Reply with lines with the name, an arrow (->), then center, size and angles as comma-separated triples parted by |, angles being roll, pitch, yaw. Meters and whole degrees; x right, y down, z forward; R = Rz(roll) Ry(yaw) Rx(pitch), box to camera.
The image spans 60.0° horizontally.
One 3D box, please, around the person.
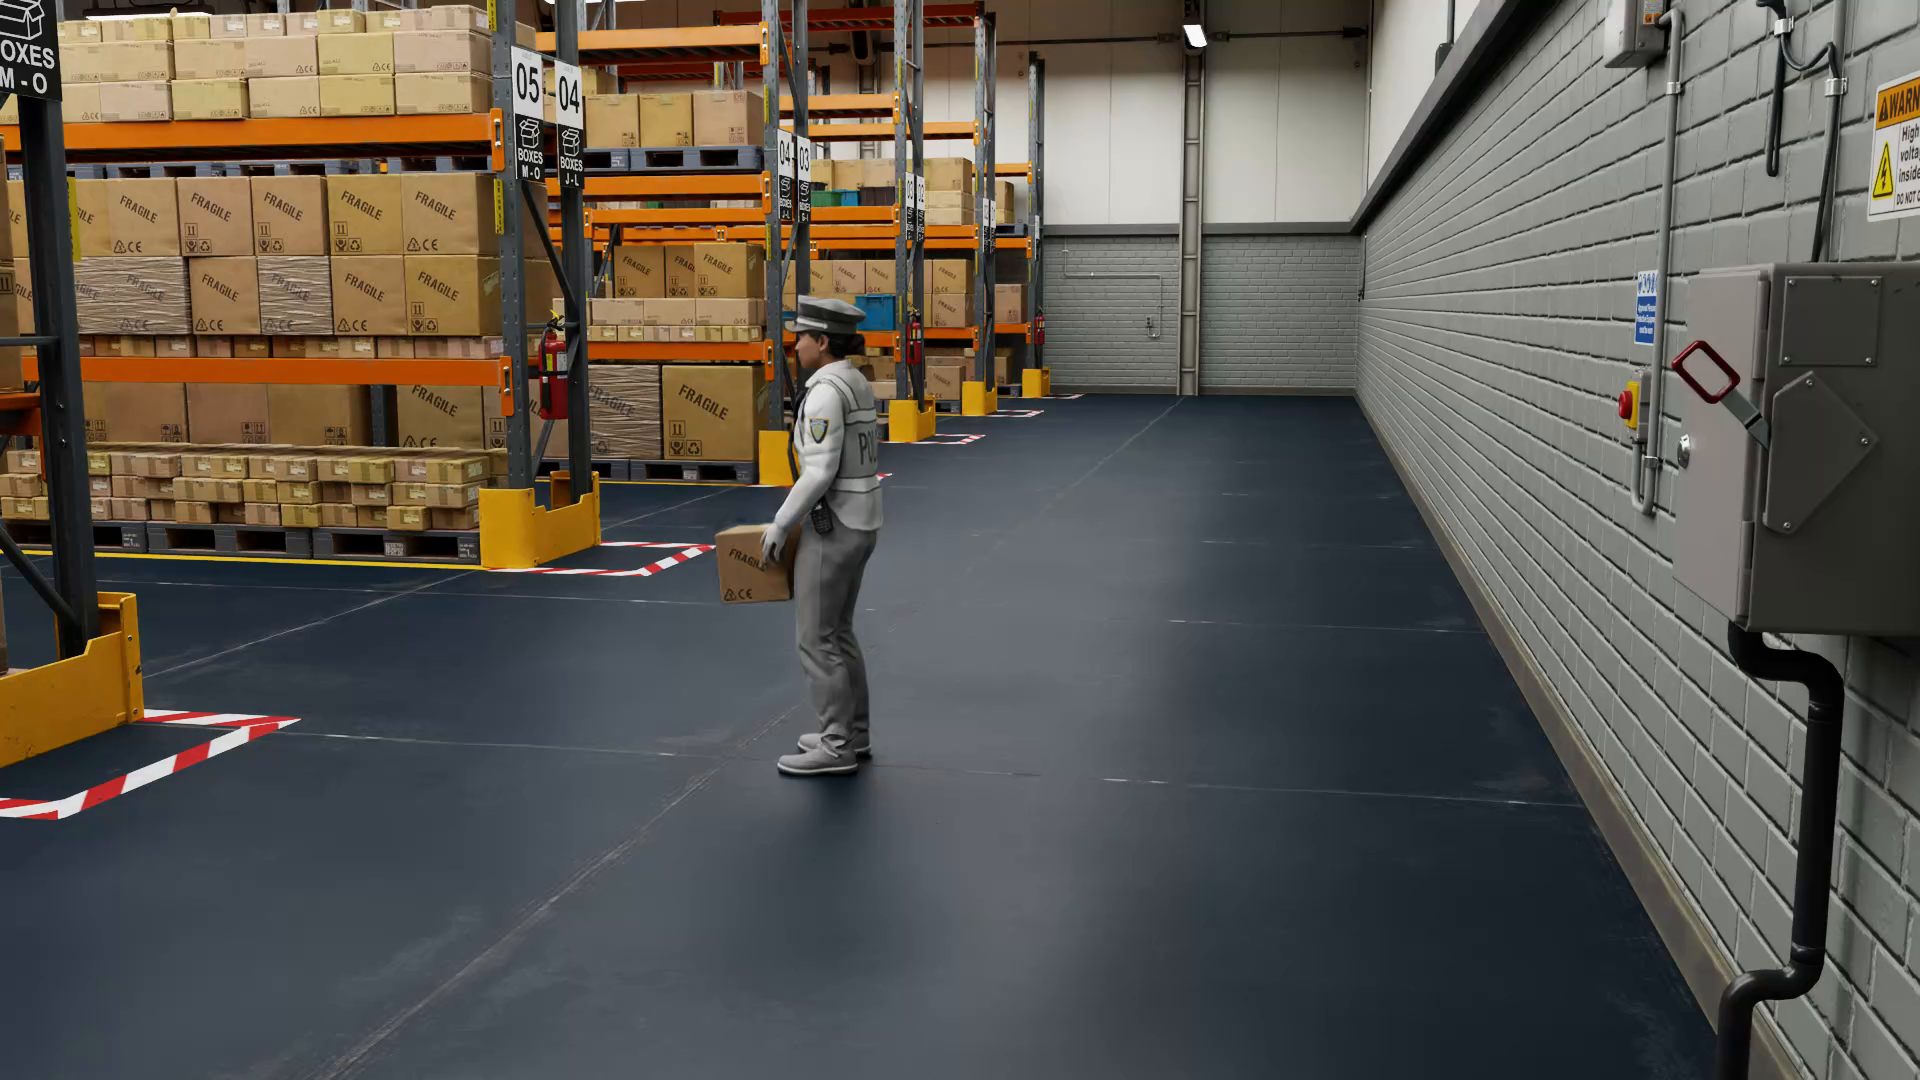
person -> -0.478, -0.021, 5.891 | 0.398, 1.682, 0.501 | 1, 8, 10
